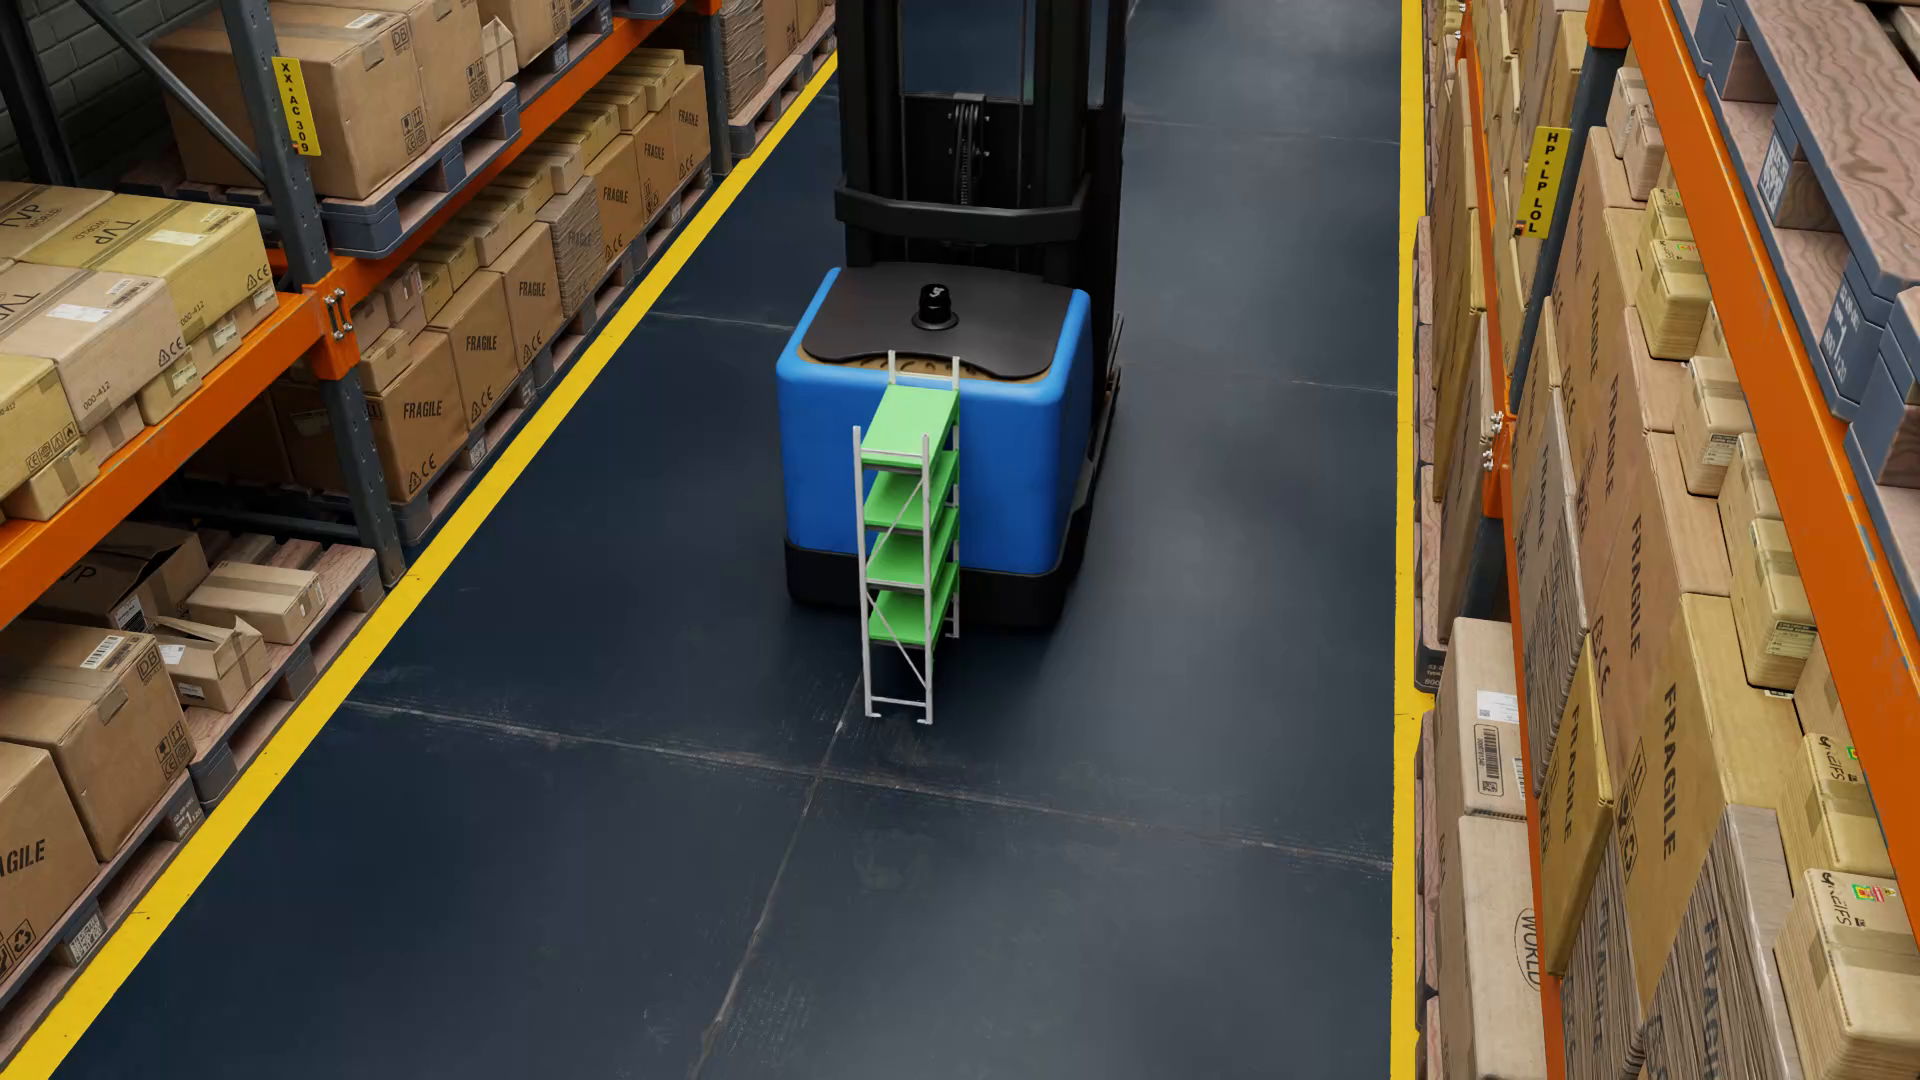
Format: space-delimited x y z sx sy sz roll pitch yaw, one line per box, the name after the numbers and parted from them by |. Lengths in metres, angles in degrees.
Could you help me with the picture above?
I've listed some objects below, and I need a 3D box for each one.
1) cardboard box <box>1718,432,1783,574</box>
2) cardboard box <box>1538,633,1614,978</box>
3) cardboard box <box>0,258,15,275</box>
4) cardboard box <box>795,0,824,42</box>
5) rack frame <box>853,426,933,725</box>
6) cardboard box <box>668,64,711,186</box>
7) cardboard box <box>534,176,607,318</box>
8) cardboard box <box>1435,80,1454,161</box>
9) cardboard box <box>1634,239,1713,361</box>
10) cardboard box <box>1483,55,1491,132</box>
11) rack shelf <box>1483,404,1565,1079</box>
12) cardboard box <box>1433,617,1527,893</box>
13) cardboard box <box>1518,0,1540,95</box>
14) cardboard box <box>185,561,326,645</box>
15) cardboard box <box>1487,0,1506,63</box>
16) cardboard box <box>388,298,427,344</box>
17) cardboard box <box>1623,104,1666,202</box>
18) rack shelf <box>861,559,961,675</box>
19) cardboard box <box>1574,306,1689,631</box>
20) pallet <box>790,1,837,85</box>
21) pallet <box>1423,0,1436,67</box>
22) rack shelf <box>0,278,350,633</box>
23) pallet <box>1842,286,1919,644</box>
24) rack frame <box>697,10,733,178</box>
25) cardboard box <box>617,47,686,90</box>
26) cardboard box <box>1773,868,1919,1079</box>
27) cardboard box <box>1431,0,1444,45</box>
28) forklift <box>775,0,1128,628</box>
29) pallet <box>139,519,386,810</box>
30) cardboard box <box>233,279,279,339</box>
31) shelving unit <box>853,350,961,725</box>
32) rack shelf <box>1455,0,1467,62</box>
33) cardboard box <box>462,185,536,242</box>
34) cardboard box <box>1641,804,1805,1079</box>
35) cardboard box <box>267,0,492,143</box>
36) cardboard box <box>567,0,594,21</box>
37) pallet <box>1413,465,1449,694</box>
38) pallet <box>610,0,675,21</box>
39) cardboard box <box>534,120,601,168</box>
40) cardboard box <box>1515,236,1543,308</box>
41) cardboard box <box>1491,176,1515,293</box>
1.483 -0.030 2.745 0.380 0.149 0.250 8 37 11 | cardboard box
1.473 0.566 3.328 0.500 0.500 0.500 8 37 11 | cardboard box
-3.157 -0.639 4.949 0.500 0.250 0.500 7 37 10 | cardboard box
-1.410 -3.737 11.015 0.875 0.625 0.625 6 36 8 | cardboard box
-0.215 0.148 5.524 0.240 1.200 0.015 7 36 9 | rack frame
-1.713 -2.299 9.138 0.500 0.500 0.500 8 37 11 | cardboard box
-2.032 -1.413 7.916 0.500 0.500 0.500 6 36 8 | cardboard box
3.148 -2.219 9.137 0.950 0.372 0.625 5 36 7 | cardboard box
1.592 -0.473 3.356 0.380 0.149 0.250 6 36 9 | cardboard box
2.457 -1.884 6.921 0.500 0.250 0.500 8 37 12 | cardboard box
1.736 0.940 3.509 1.077 0.370 4.000 7 37 10 | rack shelf
1.924 0.716 5.031 0.875 0.438 0.875 7 36 9 | cardboard box
2.244 -1.816 5.762 0.500 0.500 0.500 8 37 11 | cardboard box
-2.519 0.223 5.958 0.380 0.149 0.250 6 36 9 | cardboard box
2.438 -2.092 6.783 0.500 0.250 0.500 7 37 10 | cardboard box
-2.367 -0.879 6.626 0.380 0.149 0.250 6 36 9 | cardboard box
1.803 -0.908 3.957 0.380 0.149 0.250 8 37 11 | cardboard box
-0.168 0.253 5.896 0.258 0.148 0.480 7 36 9 | rack shelf
1.590 -0.119 3.421 0.500 0.500 0.500 8 37 11 | cardboard box
-1.356 -3.446 11.325 1.003 0.211 1.213 7 37 10 | pallet
3.707 -3.508 11.411 1.003 0.211 1.213 7 37 10 | pallet
-3.114 0.320 4.365 1.077 0.370 4.000 7 37 10 | rack shelf
1.457 0.191 1.451 1.003 0.211 1.213 7 37 10 | pallet
-1.832 -3.411 8.900 1.000 3.000 0.127 7 37 10 | rack frame
-1.690 -2.516 8.885 0.380 0.149 0.250 6 36 8 | cardboard box
1.193 0.550 1.945 0.380 0.149 0.250 7 37 10 | cardboard box
3.612 -3.476 10.872 0.950 0.372 0.625 10 37 13 | cardboard box
0.124 -1.721 6.627 1.130 2.935 3.031 7 36 9 | forklift
-2.834 0.405 6.011 1.003 0.211 1.213 7 37 10 | pallet
-2.508 -0.801 5.514 0.380 0.149 0.250 8 37 11 | cardboard box
-0.168 0.007 5.718 0.258 1.200 0.503 7 36 9 | shelving unit
3.445 -3.646 9.837 1.077 0.370 4.000 7 37 10 | rack shelf
-2.133 -1.467 7.437 0.380 0.149 0.250 9 37 12 | cardboard box
1.262 0.741 2.234 0.500 0.500 0.500 7 37 10 | cardboard box
-2.254 -1.874 6.337 0.700 0.500 0.500 8 37 10 | cardboard box
-2.000 -2.664 7.423 0.797 0.503 0.637 7 36 9 | cardboard box
2.254 0.180 6.322 1.003 0.211 1.213 7 37 10 | pallet
-1.909 -2.936 8.408 1.213 0.211 1.003 7 37 10 | pallet
-1.971 -1.922 8.065 0.380 0.149 0.250 7 36 9 | cardboard box
2.020 -0.922 5.168 0.500 0.250 0.500 7 37 10 | cardboard box
2.123 -1.017 5.725 0.500 0.250 0.500 7 36 9 | cardboard box
